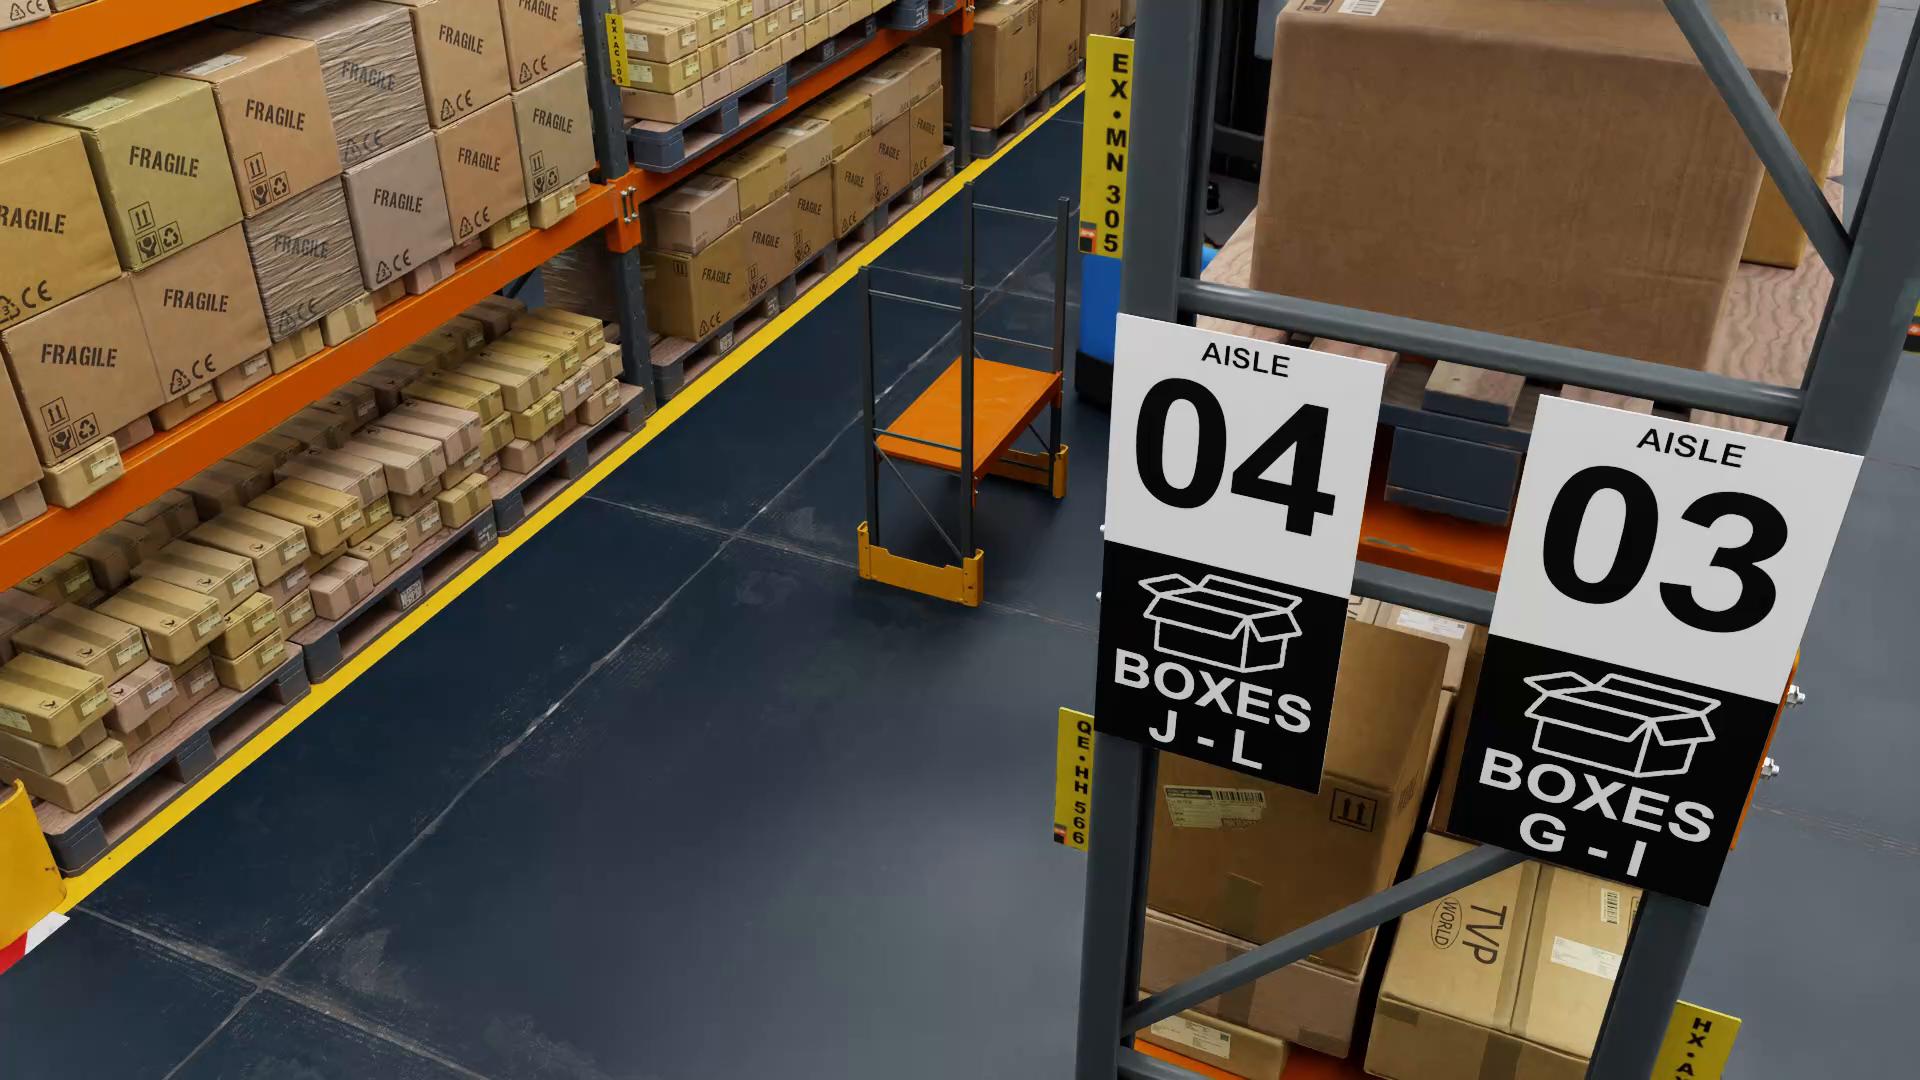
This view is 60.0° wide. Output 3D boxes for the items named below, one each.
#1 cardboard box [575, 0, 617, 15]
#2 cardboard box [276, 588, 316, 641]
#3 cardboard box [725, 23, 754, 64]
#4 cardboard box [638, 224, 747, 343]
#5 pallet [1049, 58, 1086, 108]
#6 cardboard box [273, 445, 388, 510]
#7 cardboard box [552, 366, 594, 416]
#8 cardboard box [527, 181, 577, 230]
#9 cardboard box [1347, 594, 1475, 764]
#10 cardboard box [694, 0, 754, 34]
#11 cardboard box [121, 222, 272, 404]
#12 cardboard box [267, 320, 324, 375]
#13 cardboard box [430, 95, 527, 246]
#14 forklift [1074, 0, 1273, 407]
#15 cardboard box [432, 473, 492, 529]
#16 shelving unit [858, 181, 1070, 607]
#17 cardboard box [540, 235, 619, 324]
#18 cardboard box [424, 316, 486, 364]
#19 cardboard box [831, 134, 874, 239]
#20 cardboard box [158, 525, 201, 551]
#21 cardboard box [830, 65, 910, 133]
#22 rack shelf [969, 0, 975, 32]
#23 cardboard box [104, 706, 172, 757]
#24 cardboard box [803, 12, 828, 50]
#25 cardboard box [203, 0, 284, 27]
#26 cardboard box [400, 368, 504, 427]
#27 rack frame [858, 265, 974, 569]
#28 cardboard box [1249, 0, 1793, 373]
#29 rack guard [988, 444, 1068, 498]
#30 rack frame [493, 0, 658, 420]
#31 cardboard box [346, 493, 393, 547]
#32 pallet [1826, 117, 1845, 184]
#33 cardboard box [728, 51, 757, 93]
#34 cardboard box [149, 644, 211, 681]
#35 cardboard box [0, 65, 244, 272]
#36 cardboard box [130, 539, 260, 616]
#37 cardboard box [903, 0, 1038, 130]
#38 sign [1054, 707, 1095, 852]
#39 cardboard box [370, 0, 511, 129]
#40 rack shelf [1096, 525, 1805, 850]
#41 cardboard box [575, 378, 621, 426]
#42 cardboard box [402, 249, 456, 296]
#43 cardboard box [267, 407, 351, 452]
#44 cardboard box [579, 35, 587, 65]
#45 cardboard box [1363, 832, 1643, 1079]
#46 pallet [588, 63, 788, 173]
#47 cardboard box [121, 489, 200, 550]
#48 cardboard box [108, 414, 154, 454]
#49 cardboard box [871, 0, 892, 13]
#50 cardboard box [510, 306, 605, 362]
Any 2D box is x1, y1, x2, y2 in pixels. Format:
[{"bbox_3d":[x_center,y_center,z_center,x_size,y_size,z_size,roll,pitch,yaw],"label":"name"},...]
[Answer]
[{"bbox_3d":[-1.975,-2.716,8.459,0.380,0.149,0.250,13,35,19],"label":"cardboard box"},{"bbox_3d":[-2.882,0.278,6.807,0.380,0.149,0.250,14,36,21],"label":"cardboard box"},{"bbox_3d":[-1.281,-2.561,8.495,0.380,0.149,0.250,15,36,22],"label":"cardboard box"},{"bbox_3d":[-1.528,-1.455,9.130,0.500,0.500,0.500,16,36,22],"label":"cardboard box"},{"bbox_3d":[0.506,-3.824,13.390,1.003,0.211,1.213,14,36,20],"label":"pallet"},{"bbox_3d":[-2.673,-0.248,7.067,0.380,0.149,0.250,14,36,21],"label":"cardboard box"},{"bbox_3d":[-2.023,-0.758,8.116,0.380,0.149,0.250,12,35,18],"label":"cardboard box"},{"bbox_3d":[-1.993,-1.563,7.627,0.380,0.149,0.250,13,36,19],"label":"cardboard box"},{"bbox_3d":[1.099,0.293,4.433,0.500,0.250,0.500,13,35,19],"label":"cardboard box"},{"bbox_3d":[-1.274,-2.695,8.428,0.380,0.149,0.250,14,36,21],"label":"cardboard box"},{"bbox_3d":[-2.895,-0.865,5.971,0.500,0.500,0.500,15,36,21],"label":"cardboard box"},{"bbox_3d":[-2.712,-0.795,6.456,0.380,0.149,0.250,16,36,22],"label":"cardboard box"},{"bbox_3d":[-2.242,-1.620,7.122,0.500,0.500,0.500,13,35,19],"label":"cardboard box"},{"bbox_3d":[1.963,-2.400,8.738,1.130,2.935,3.031,26,41,34],"label":"forklift"},{"bbox_3d":[-2.365,-0.212,7.555,0.380,0.149,0.250,14,36,20],"label":"cardboard box"},{"bbox_3d":[0.032,-0.665,7.397,0.587,1.500,1.083,14,36,20],"label":"shelving unit"},{"bbox_3d":[-1.997,-1.574,9.312,0.500,0.500,0.500,13,36,20],"label":"cardboard box"},{"bbox_3d":[-2.579,-1.002,8.217,0.380,0.149,0.250,16,36,23],"label":"cardboard box"},{"bbox_3d":[-0.869,-2.227,10.308,0.500,0.500,0.500,13,35,18],"label":"cardboard box"},{"bbox_3d":[-3.369,0.018,6.932,0.380,0.149,0.250,15,36,21],"label":"cardboard box"},{"bbox_3d":[-0.654,-2.799,10.495,0.500,0.250,0.500,15,36,21],"label":"cardboard box"},{"bbox_3d":[0.433,-4.705,12.846,1.077,0.370,4.000,14,36,20],"label":"rack shelf"},{"bbox_3d":[-3.206,0.655,6.233,0.380,0.149,0.250,14,36,20],"label":"cardboard box"},{"bbox_3d":[-0.954,-2.830,9.177,0.380,0.149,0.250,14,36,20],"label":"cardboard box"},{"bbox_3d":[-2.930,-1.927,6.680,0.500,0.500,0.500,15,36,21],"label":"cardboard box"},{"bbox_3d":[-2.338,-0.639,7.664,0.380,0.149,0.250,15,36,22],"label":"cardboard box"},{"bbox_3d":[-0.177,-0.417,7.017,0.500,1.500,0.032,14,36,20],"label":"rack frame"},{"bbox_3d":[0.880,-0.622,2.662,0.700,0.500,0.500,12,35,18],"label":"cardboard box"},{"bbox_3d":[0.240,-0.391,8.118,0.587,0.250,0.087,14,36,20],"label":"rack guard"},{"bbox_3d":[-2.078,-2.017,8.091,1.000,3.000,0.127,14,36,20],"label":"rack frame"},{"bbox_3d":[-2.682,-0.134,7.165,0.380,0.149,0.250,16,36,23],"label":"cardboard box"},{"bbox_3d":[1.521,-1.036,3.940,1.003,0.211,1.213,14,36,20],"label":"pallet"},{"bbox_3d":[-1.276,-2.442,8.584,0.380,0.149,0.250,14,36,21],"label":"cardboard box"},{"bbox_3d":[-3.111,0.399,6.351,0.380,0.149,0.250,15,36,21],"label":"cardboard box"},{"bbox_3d":[-2.879,-1.279,5.691,0.500,0.500,0.500,13,36,19],"label":"cardboard box"},{"bbox_3d":[-2.967,0.156,6.451,0.380,0.149,0.250,12,35,18],"label":"cardboard box"},{"bbox_3d":[-0.068,-3.527,12.062,1.050,0.750,0.750,14,36,20],"label":"cardboard box"},{"bbox_3d":[0.224,0.448,3.059,0.100,0.325,0.005,14,36,20],"label":"sign"},{"bbox_3d":[-2.240,-2.047,6.862,0.500,0.500,0.500,13,35,19],"label":"cardboard box"},{"bbox_3d":[1.548,-0.787,4.135,1.077,0.370,4.000,14,36,20],"label":"rack shelf"},{"bbox_3d":[-1.932,-0.727,8.341,0.380,0.149,0.250,15,36,21],"label":"cardboard box"},{"bbox_3d":[-2.376,-1.179,7.041,0.380,0.149,0.250,13,35,18],"label":"cardboard box"},{"bbox_3d":[-2.948,-0.467,7.401,0.380,0.149,0.250,13,35,19],"label":"cardboard box"},{"bbox_3d":[-2.091,-2.456,8.335,0.380,0.149,0.250,15,36,22],"label":"cardboard box"},{"bbox_3d":[1.158,0.924,3.471,0.500,0.250,0.500,13,36,19],"label":"cardboard box"},{"bbox_3d":[-1.626,-2.285,8.673,1.003,0.211,1.213,14,36,20],"label":"pallet"},{"bbox_3d":[-3.382,-0.110,6.857,0.380,0.149,0.250,16,36,22],"label":"cardboard box"},{"bbox_3d":[-3.104,-0.425,5.892,0.380,0.149,0.250,16,36,23],"label":"cardboard box"},{"bbox_3d":[-0.625,-3.220,9.771,0.380,0.149,0.250,13,35,18],"label":"cardboard box"},{"bbox_3d":[-1.990,-1.013,8.233,0.380,0.149,0.250,15,36,22],"label":"cardboard box"}]
